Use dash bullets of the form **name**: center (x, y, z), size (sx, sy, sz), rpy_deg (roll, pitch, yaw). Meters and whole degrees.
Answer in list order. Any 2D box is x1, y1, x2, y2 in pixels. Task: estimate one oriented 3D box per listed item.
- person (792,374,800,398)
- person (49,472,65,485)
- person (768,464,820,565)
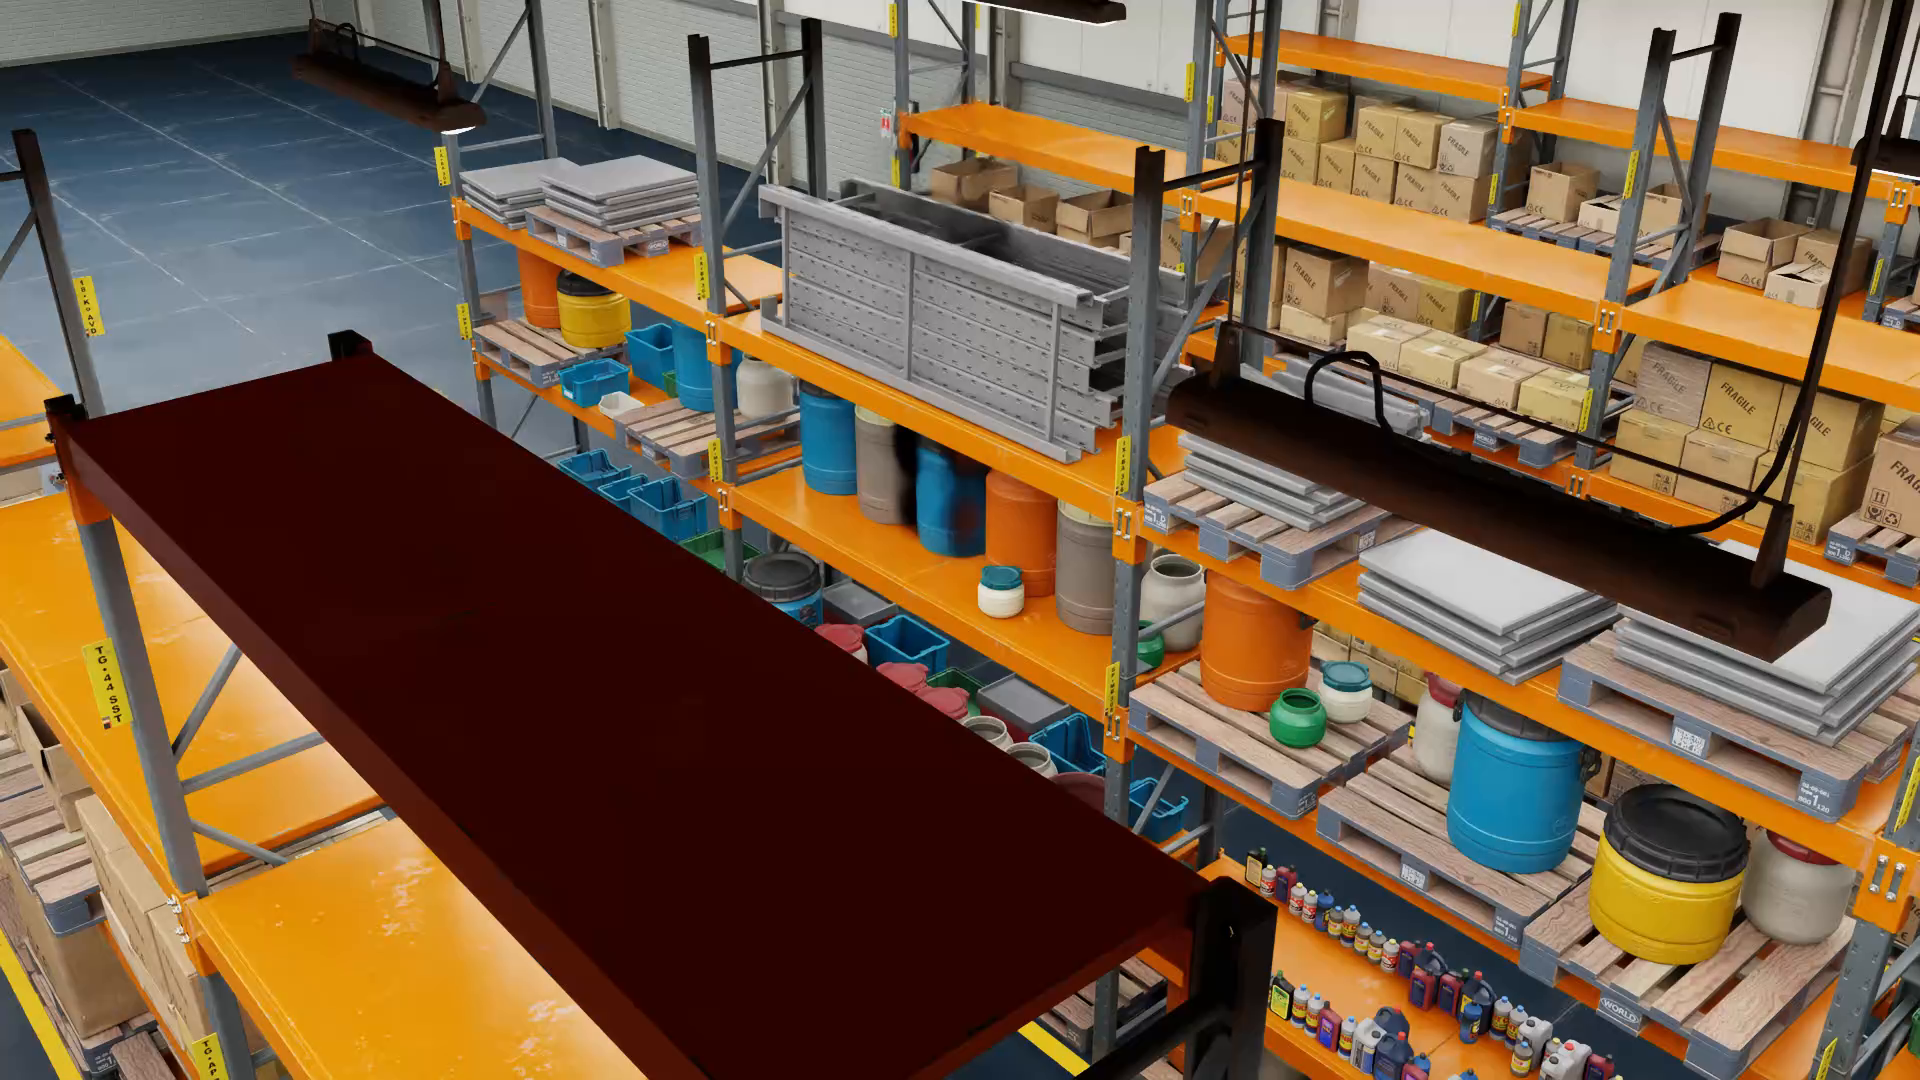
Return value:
- **person**: center (-1.816, -2.129, 19.894), size (0.557, 1.692, 0.661), rpy_deg (-8, 28, -15)
- **person**: center (-8.528, -0.405, 16.448), size (0.689, 1.802, 0.675), rpy_deg (-5, 27, -10)
- **person**: center (-1.686, -0.214, 16.178), size (0.561, 1.649, 0.574), rpy_deg (17, 31, 30)
